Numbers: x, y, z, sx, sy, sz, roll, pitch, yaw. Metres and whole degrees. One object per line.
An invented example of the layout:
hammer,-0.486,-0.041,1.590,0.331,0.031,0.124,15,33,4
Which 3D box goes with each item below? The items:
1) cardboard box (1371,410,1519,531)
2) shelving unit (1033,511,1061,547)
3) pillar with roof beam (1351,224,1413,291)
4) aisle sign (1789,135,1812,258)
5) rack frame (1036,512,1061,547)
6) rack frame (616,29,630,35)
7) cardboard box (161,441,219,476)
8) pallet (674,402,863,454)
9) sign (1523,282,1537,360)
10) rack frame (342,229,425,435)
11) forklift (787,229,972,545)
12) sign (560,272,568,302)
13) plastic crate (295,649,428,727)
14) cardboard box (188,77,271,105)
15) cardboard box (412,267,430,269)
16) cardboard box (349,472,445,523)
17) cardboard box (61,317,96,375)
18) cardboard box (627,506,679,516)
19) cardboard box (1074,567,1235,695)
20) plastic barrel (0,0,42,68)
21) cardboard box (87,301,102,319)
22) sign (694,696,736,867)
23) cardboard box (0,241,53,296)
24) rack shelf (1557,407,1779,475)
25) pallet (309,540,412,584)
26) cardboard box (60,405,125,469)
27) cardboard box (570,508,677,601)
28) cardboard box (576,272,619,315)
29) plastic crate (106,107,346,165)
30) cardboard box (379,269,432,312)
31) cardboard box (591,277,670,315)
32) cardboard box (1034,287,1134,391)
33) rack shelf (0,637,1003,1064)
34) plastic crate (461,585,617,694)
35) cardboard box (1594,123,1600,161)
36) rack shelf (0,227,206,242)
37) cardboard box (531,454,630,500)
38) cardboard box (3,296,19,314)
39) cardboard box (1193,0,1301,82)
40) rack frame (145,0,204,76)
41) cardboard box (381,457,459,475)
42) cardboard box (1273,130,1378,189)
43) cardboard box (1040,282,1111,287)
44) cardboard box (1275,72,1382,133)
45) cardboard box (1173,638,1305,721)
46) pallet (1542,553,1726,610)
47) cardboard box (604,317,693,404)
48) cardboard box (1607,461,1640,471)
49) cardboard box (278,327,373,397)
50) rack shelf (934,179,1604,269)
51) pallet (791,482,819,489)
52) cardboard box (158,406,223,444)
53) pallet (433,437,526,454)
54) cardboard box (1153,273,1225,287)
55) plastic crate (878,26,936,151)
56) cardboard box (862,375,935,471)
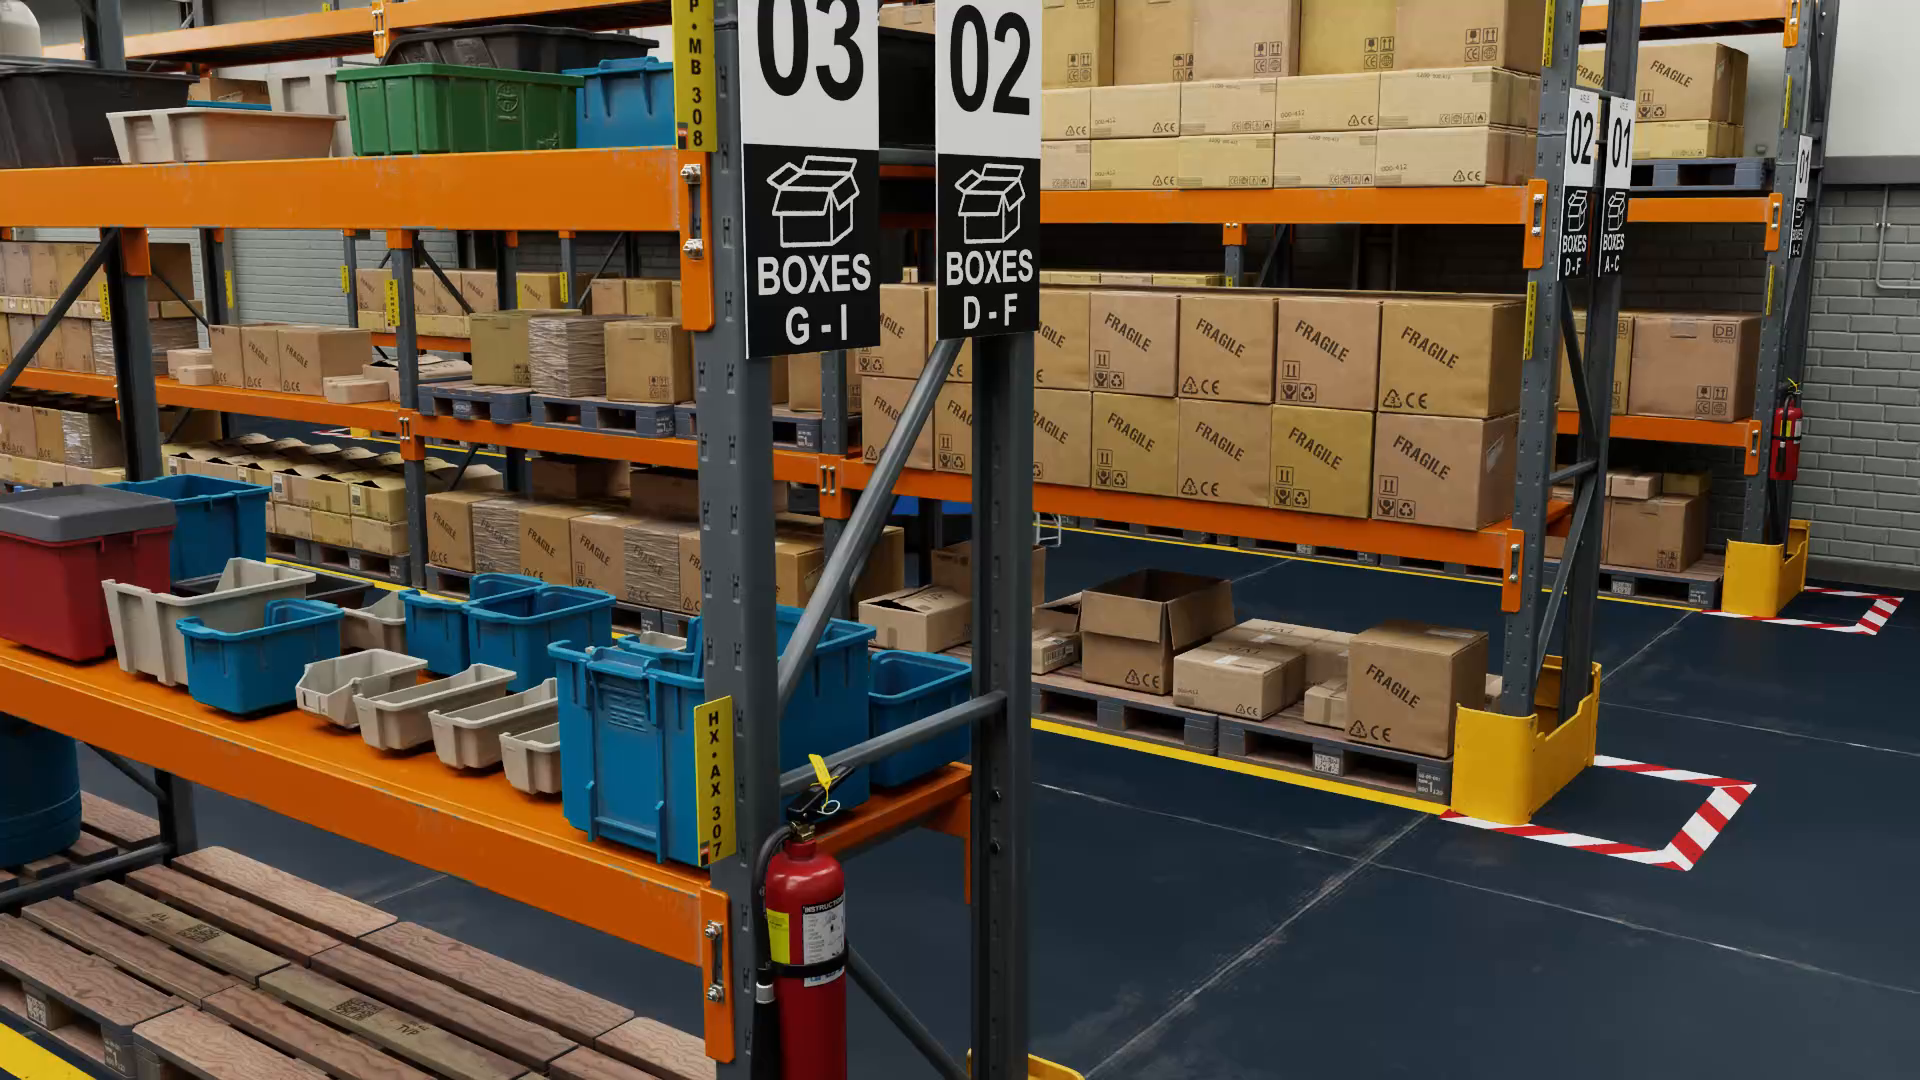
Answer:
cardboard box,2.246,-0.349,7.671,0.500,0.500,0.500,8,14,37
shelving unit,0.591,-0.560,13.764,0.258,1.200,0.503,-7,13,-33
pillar with roof beam,1.002,-3.839,10.183,0.400,9.000,9.100,8,13,36
aisle sign,5.578,-2.272,11.031,0.004,0.787,0.394,8,13,36
rack frame,0.728,-0.521,13.565,0.240,1.200,0.015,-7,13,-33
rack frame,-3.974,-5.344,17.961,0.127,3.000,1.000,8,13,36
cardboard box,-6.718,-0.687,14.340,0.500,0.311,0.500,8,14,36
pallet,-1.035,-0.753,10.529,1.213,0.211,1.003,8,13,36
sign,2.424,-0.932,7.068,0.005,0.325,0.100,8,13,36
rack frame,-7.199,-2.848,20.856,0.127,3.000,1.000,8,13,36
forklift,-1.187,-1.428,13.692,3.031,2.935,1.130,-1,11,-4
sign,-4.289,-2.740,18.015,0.005,0.325,0.100,8,13,36
plastic crate,-1.645,0.410,4.547,0.250,0.136,0.298,8,13,36
cardboard box,-5.957,-3.477,13.525,0.500,0.500,0.500,10,15,41
cardboard box,-6.693,-3.132,20.691,0.500,0.500,0.500,8,13,35
cardboard box,-4.248,-0.343,12.562,0.500,0.311,0.500,8,14,37
cardboard box,-7.694,-1.796,15.154,0.500,0.500,0.700,8,13,35
cardboard box,-1.943,0.007,11.521,0.500,0.500,0.500,7,13,33
cardboard box,1.062,0.480,9.067,0.637,0.503,0.797,8,13,36
plastic barrel,-3.666,-1.826,6.209,0.433,0.535,0.433,0,11,0
cardboard box,-7.448,-2.033,14.672,0.250,0.149,0.380,8,13,34
sign,-0.479,0.473,3.258,0.005,0.325,0.100,8,13,36
cardboard box,-8.882,-2.600,15.895,0.500,0.500,0.700,8,14,36
rack shelf,4.086,-0.921,12.788,4.000,0.370,1.077,8,13,36
pallet,-4.320,0.080,13.059,1.213,0.211,1.003,8,13,36
cardboard box,-7.803,-0.941,15.155,0.500,0.500,0.500,8,13,36
cardboard box,-2.232,0.089,11.095,0.500,0.500,0.500,7,13,34
cardboard box,-4.230,-2.788,18.911,0.500,0.500,0.500,8,13,34
plastic crate,-1.979,-1.070,4.462,0.530,0.136,0.437,8,13,36
cardboard box,-6.599,-2.996,19.986,0.500,0.500,0.500,8,14,36
cardboard box,-3.584,-2.601,18.157,0.500,0.500,0.700,8,14,36
cardboard box,0.588,-1.069,8.760,0.500,0.500,0.500,7,13,34
rack shelf,-1.779,0.595,4.948,4.000,0.370,1.077,8,13,36
plastic crate,-1.232,0.294,4.897,0.300,0.233,0.416,8,13,36
cardboard box,4.530,-2.804,11.755,0.500,0.250,0.500,7,13,33
rack shelf,-8.516,-2.984,15.555,4.000,0.370,1.077,8,13,36
cardboard box,-2.739,-0.472,12.022,0.500,0.250,0.500,9,14,38
cardboard box,-8.700,-2.207,15.570,0.250,0.149,0.380,8,14,36
cardboard box,1.525,-2.468,8.095,0.500,0.500,0.700,8,13,36
rack frame,-6.904,-4.585,14.039,0.127,3.000,1.000,8,13,36
cardboard box,-4.356,-0.483,13.288,0.500,0.311,0.500,8,13,34
cardboard box,1.802,-1.765,7.754,0.500,0.250,0.500,8,13,36
cardboard box,0.520,-1.206,9.471,0.500,0.500,0.500,8,13,34
cardboard box,1.800,-2.010,7.704,0.500,0.250,0.500,8,13,36
cardboard box,1.436,0.708,8.552,0.500,0.250,0.500,8,13,36
pallet,5.007,0.242,12.225,1.213,0.211,1.003,8,13,36
cardboard box,-1.916,-1.185,10.888,0.500,0.500,0.700,4,12,21
cardboard box,4.884,-0.484,12.400,0.250,0.149,0.380,8,14,36
cardboard box,-5.042,-1.425,13.237,0.500,0.500,0.500,7,13,33
rack shelf,1.156,-1.635,8.581,4.000,0.370,1.077,8,13,36
pallet,-1.379,-0.668,16.927,1.213,0.211,1.003,8,13,36
cardboard box,-7.092,-0.964,15.276,0.500,0.500,0.500,8,13,36
pallet,-5.524,-1.237,19.867,1.213,0.211,1.003,8,13,36
cardboard box,1.946,-2.086,13.840,0.500,0.250,0.500,8,14,37
plastic crate,-0.312,-1.027,3.890,0.590,0.269,0.497,8,13,36
cardboard box,-0.206,-0.691,9.439,0.500,0.500,0.500,8,14,37
